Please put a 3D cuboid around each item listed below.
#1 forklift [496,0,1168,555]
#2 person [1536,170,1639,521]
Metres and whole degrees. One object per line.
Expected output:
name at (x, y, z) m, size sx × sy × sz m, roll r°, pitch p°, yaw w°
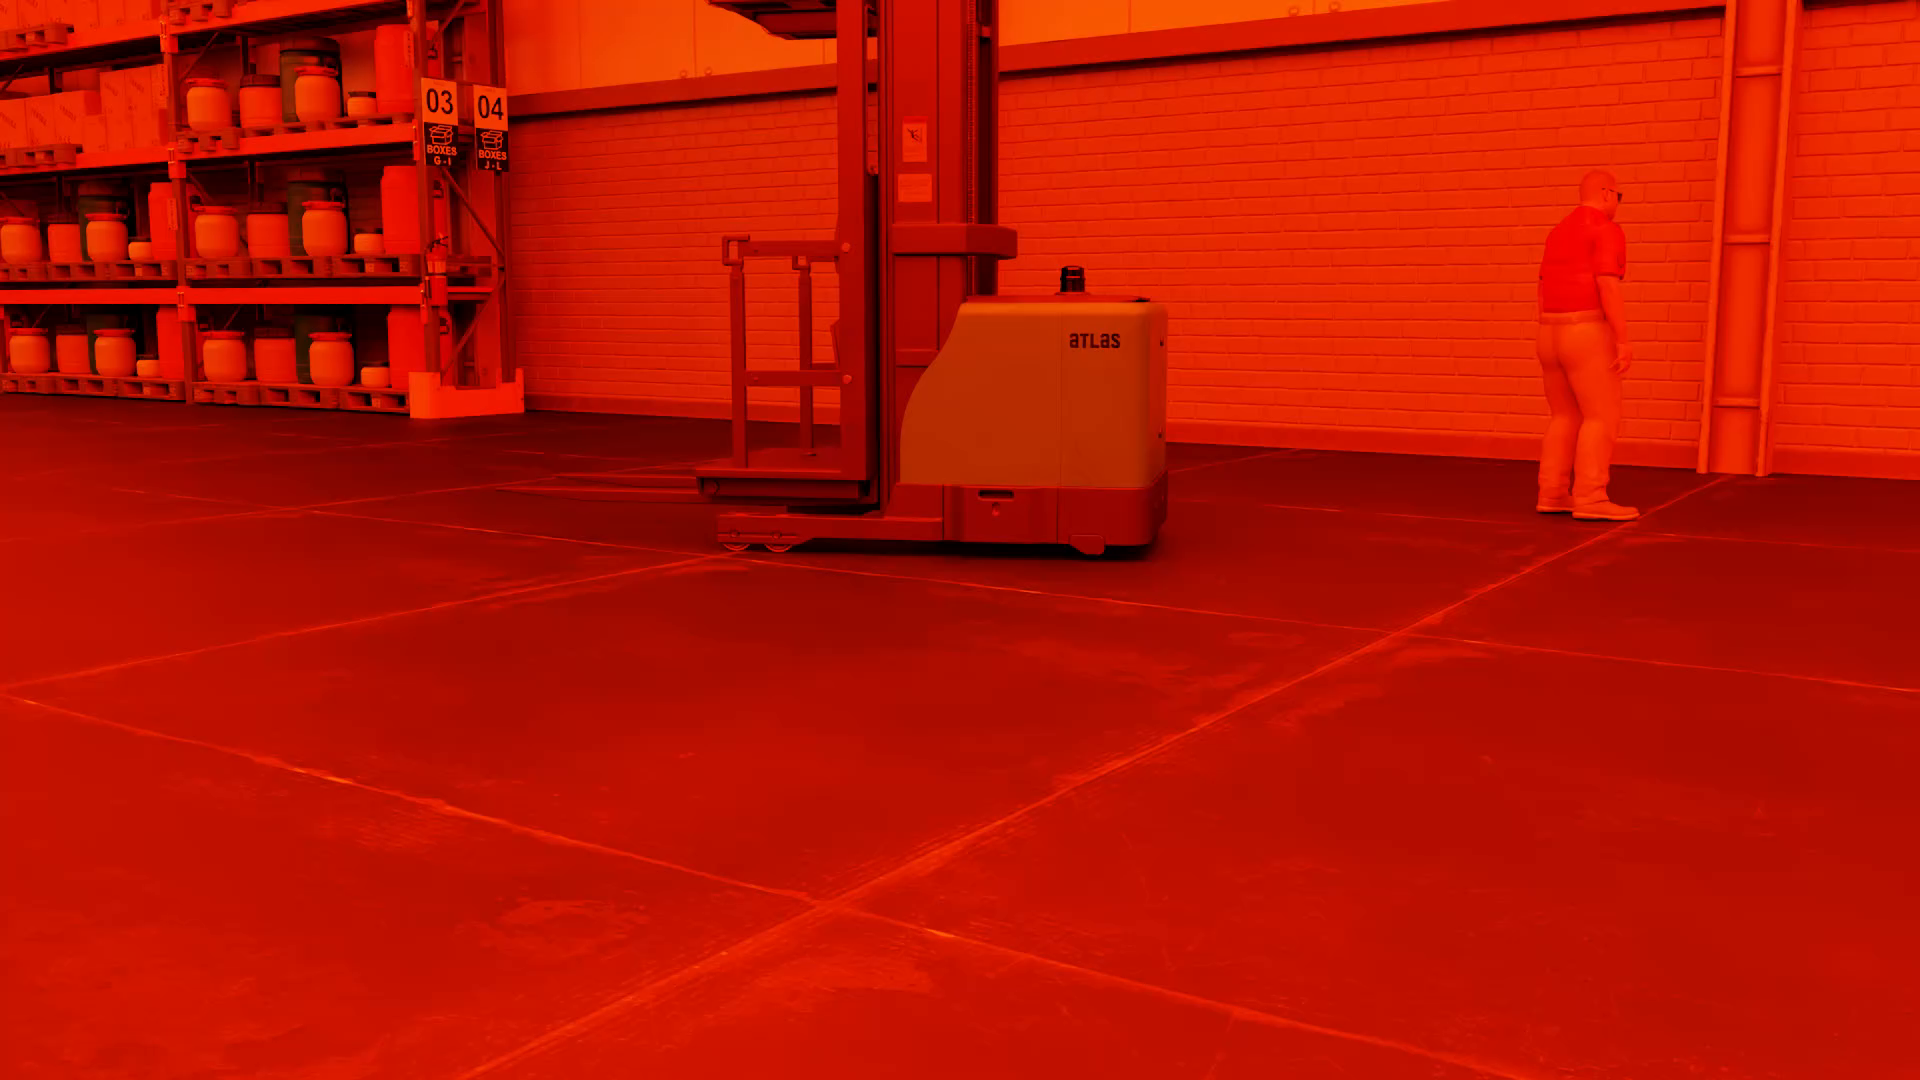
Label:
forklift at (-0.596, -1.469, 7.520) m, size 3.031 × 2.935 × 1.130 m, roll 2°, pitch 8°, yaw 12°
person at (3.141, -0.984, 8.382) m, size 0.388 × 1.727 × 0.599 m, roll -2°, pitch 8°, yaw -16°
